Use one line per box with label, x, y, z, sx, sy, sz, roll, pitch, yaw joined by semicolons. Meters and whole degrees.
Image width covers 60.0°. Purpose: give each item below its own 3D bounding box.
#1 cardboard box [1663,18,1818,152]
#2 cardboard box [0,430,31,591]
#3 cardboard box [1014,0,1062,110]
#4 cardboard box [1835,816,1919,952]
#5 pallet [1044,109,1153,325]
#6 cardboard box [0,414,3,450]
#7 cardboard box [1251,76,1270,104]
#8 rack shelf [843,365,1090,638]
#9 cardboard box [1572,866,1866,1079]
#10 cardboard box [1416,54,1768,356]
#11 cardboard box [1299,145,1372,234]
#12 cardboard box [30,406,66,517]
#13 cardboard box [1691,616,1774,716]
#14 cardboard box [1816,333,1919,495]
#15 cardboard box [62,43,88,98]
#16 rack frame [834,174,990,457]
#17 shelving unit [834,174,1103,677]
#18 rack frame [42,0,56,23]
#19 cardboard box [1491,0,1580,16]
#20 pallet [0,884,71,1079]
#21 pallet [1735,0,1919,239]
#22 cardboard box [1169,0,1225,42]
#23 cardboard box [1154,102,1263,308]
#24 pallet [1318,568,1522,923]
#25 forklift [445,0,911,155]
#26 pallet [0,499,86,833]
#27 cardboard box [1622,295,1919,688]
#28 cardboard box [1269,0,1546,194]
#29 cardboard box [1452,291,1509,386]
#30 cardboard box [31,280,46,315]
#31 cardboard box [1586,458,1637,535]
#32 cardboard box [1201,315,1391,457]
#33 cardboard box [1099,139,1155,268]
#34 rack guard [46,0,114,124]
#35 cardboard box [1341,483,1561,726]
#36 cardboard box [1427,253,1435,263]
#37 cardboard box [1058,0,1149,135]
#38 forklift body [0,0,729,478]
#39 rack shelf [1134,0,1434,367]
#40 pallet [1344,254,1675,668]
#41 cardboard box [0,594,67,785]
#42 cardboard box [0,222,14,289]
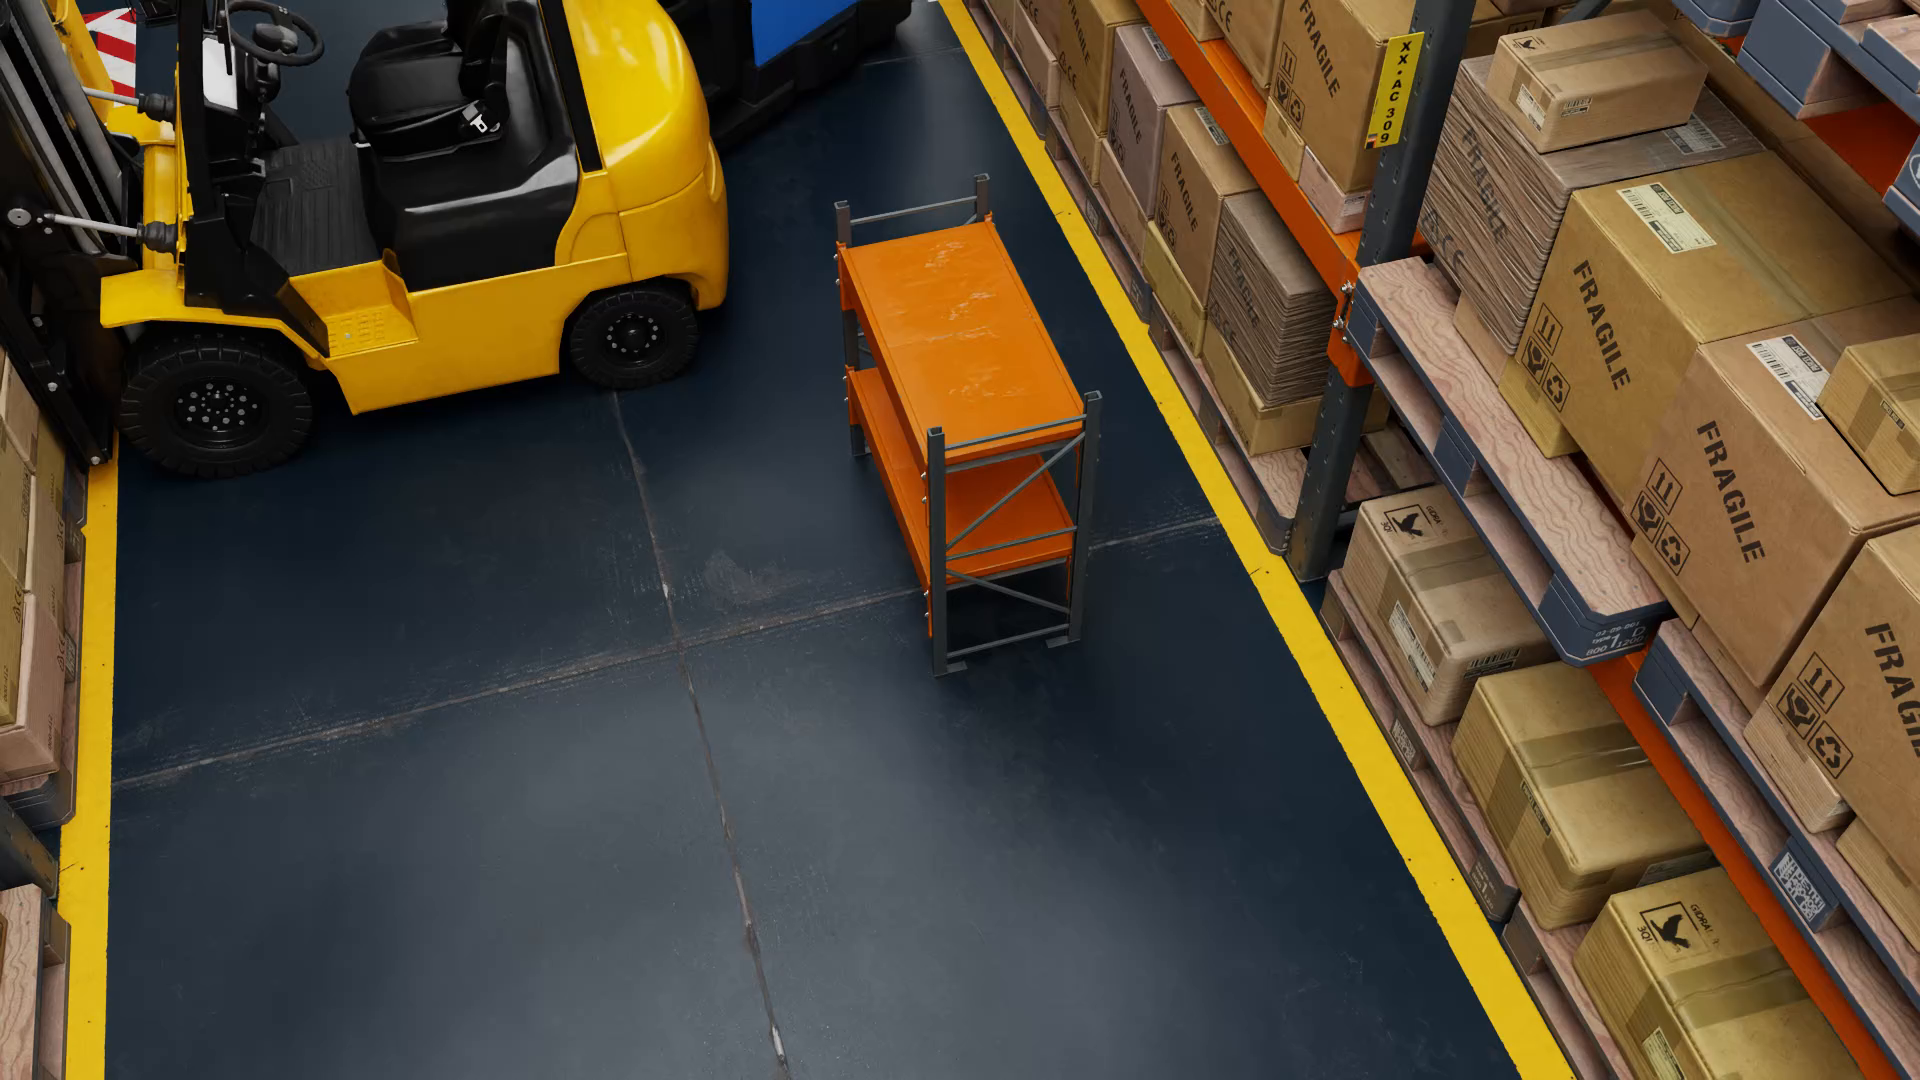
cardboard box;1.962;-0.950;4.055;0.500;0.500;0.500;-14;51;-12
cardboard box;-3.133;-0.048;5.025;0.500;0.250;0.500;-14;51;-11
cardboard box;0.542;-2.117;7.096;0.500;0.250;0.500;-12;51;-10
cardboard box;1.934;0.595;3.176;0.380;0.149;0.250;-15;51;-12
pallet;1.010;-1.449;6.833;1.003;0.211;1.213;-13;51;-11
cardboard box;-3.119;-0.219;4.842;0.500;0.250;0.500;-13;51;-11
cardboard box;1.137;-1.446;5.171;0.380;0.149;0.250;-13;51;-11
rack shelf;0.002;-0.200;5.503;0.538;0.278;1.000;-13;51;-11
cardboard box;2.187;1.154;4.260;0.950;0.372;0.625;-12;51;-10
cardboard box;1.471;-0.828;3.952;0.500;0.500;0.500;-12;51;-10
cardboard box;1.220;-1.057;4.844;0.380;0.149;0.250;-14;51;-11
cardboard box;-3.293;-0.264;5.534;0.500;0.250;0.500;-13;51;-10
cardboard box;1.798;0.201;3.508;0.380;0.149;0.250;-13;51;-11
cardboard box;1.827;-0.251;3.041;0.380;0.149;0.250;-11;51;-9
cardboard box;-3.876;-1.746;6.784;0.500;0.250;0.500;-13;51;-11
rack frame;-0.148;-0.729;5.629;0.500;1.125;0.032;-13;51;-11
shelving unit;0.002;-0.358;5.316;0.538;1.125;1.048;-13;51;-11
rack frame;-4.317;-2.769;6.122;1.000;3.000;0.127;-13;51;-11
cardboard box;1.684;-1.793;4.386;0.700;0.500;0.500;-14;51;-11
pallet;-2.879;1.581;4.279;1.003;0.211;1.213;-13;51;-11
pallet;1.997;-0.647;2.494;1.213;0.211;1.003;-13;51;-11
cardboard box;0.917;-1.798;5.469;0.380;0.149;0.250;-14;51;-12
cardboard box;1.023;-1.206;5.838;0.500;0.500;0.500;-12;51;-10
pallet;1.838;0.495;5.195;1.003;0.211;1.213;-13;51;-11
forklift;-1.535;-2.713;6.120;1.130;2.935;3.031;31;57;24
pallet;-3.329;0.461;5.223;1.003;0.211;1.213;-13;51;-11
cardboard box;1.753;-0.099;3.337;0.500;0.500;0.500;-14;51;-11
cardboard box;1.238;-1.369;4.682;0.500;0.500;0.500;-14;51;-12
cardboard box;1.468;-0.552;4.143;0.380;0.149;0.250;-13;51;-10
cardboard box;-3.419;-0.787;5.648;0.500;0.250;0.500;-13;51;-11
cardboard box;1.691;-0.177;3.827;0.380;0.149;0.250;-10;51;-9
cardboard box;1.175;-0.592;5.811;0.500;0.250;0.500;-11;51;-9
cardboard box;0.862;-1.351;6.451;0.500;0.250;0.500;-13;51;-10
rack guard;-4.324;-1.981;7.093;1.175;0.500;0.348;-13;51;-11
cardboard box;1.764;0.122;5.129;0.950;0.372;0.625;-13;51;-11
cardboard box;1.690;-0.955;5.626;0.500;0.500;0.500;-11;51;-9
cardboard box;0.705;-1.967;6.479;0.500;0.500;0.500;-12;51;-10
forklift body;-2.013;-1.523;5.627;2.313;2.155;1.214;-13;51;-11
rack shelf;1.015;-2.201;6.114;1.077;0.370;4.000;-13;51;-11
pallet;1.694;-0.319;4.183;1.003;0.211;1.213;-13;51;-11
cardboard box;-2.961;0.476;4.911;0.500;0.250;0.500;-13;51;-11
cardboard box;-3.425;-0.965;5.471;0.500;0.250;0.500;-14;51;-12
